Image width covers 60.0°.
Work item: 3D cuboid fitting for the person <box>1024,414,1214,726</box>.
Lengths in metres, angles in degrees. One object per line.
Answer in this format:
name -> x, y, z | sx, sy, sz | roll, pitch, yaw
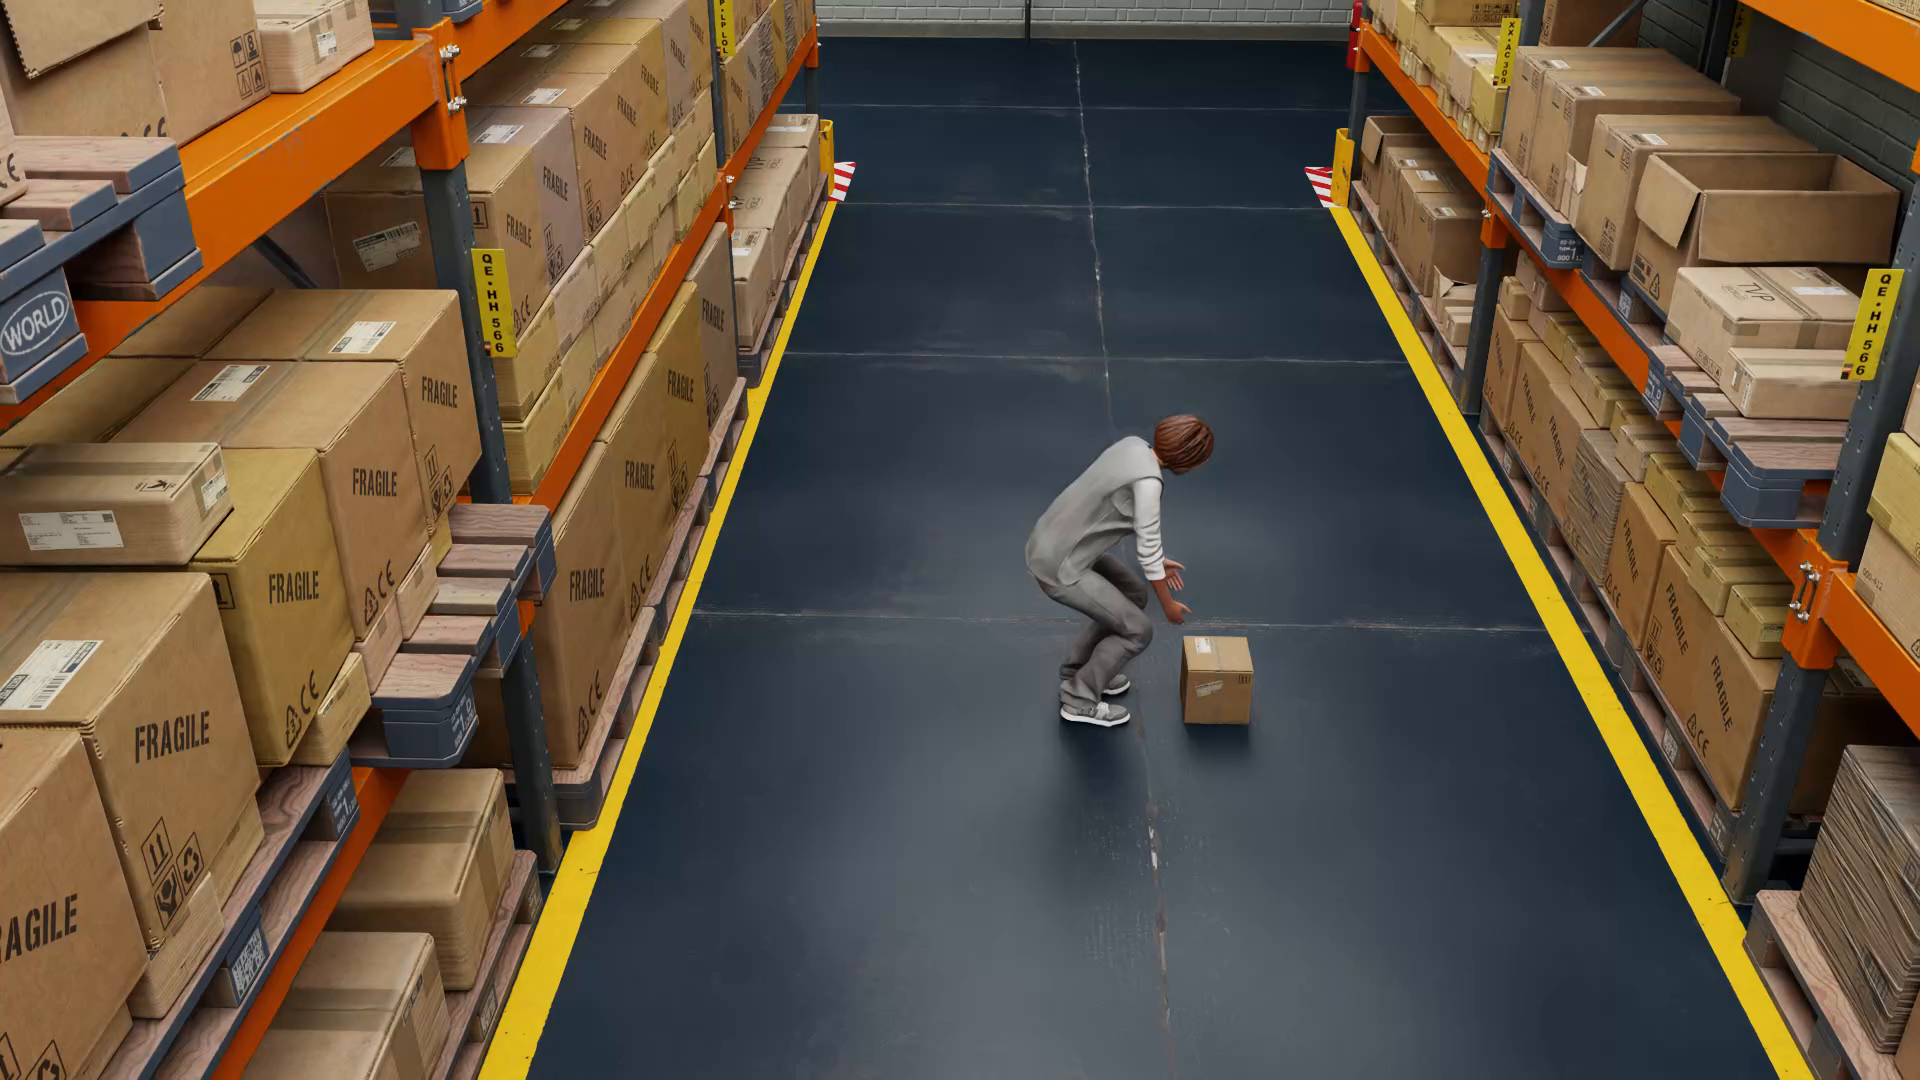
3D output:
person -> 0.588, 0.092, 6.342 | 0.688, 1.242, 0.462 | 1, 28, 2
